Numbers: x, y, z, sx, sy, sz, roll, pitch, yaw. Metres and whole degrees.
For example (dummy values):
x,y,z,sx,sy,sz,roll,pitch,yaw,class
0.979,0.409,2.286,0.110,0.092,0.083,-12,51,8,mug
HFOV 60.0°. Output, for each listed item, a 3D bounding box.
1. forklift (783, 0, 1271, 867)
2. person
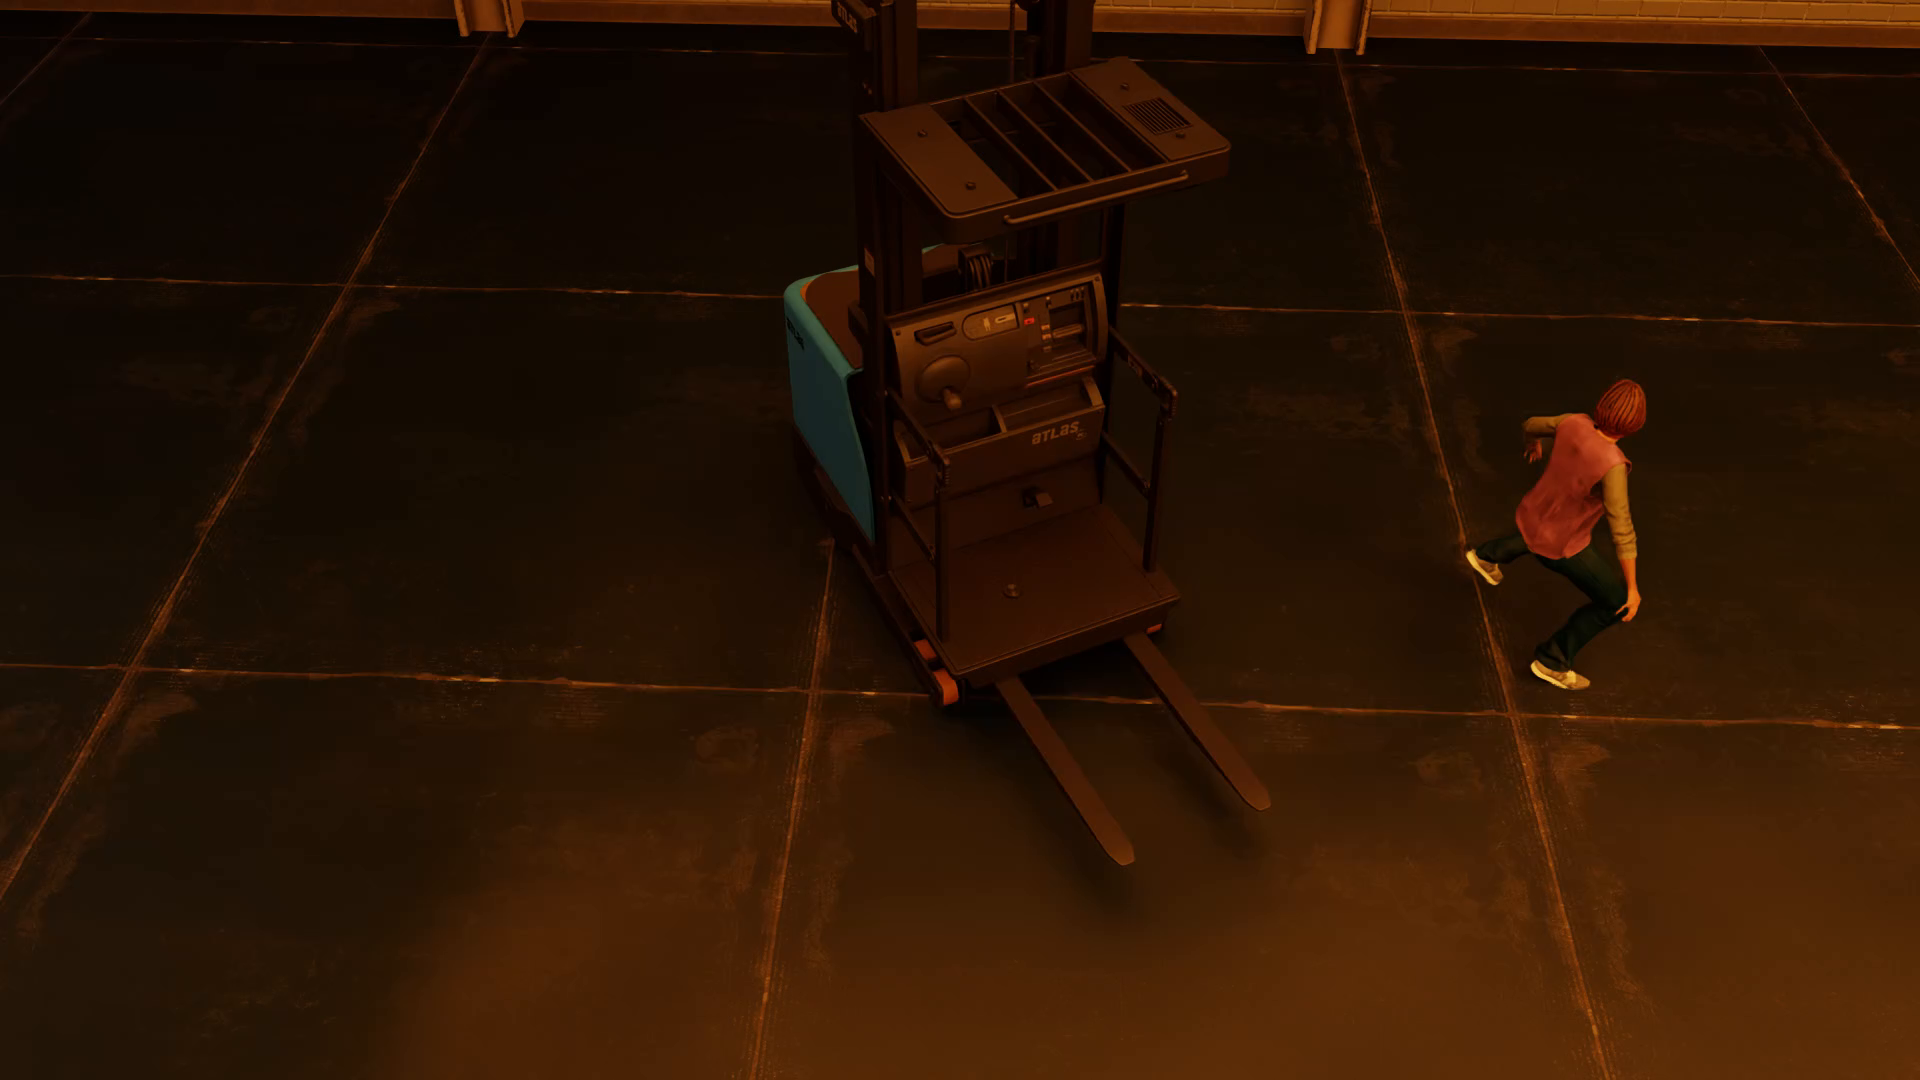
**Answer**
x,y,z,sx,sy,sz,roll,pitch,yaw,class
0.261,-0.710,6.520,1.130,2.935,3.031,-18,45,-18,forklift
2.546,-0.044,6.912,0.461,1.479,0.925,-5,43,-5,person
